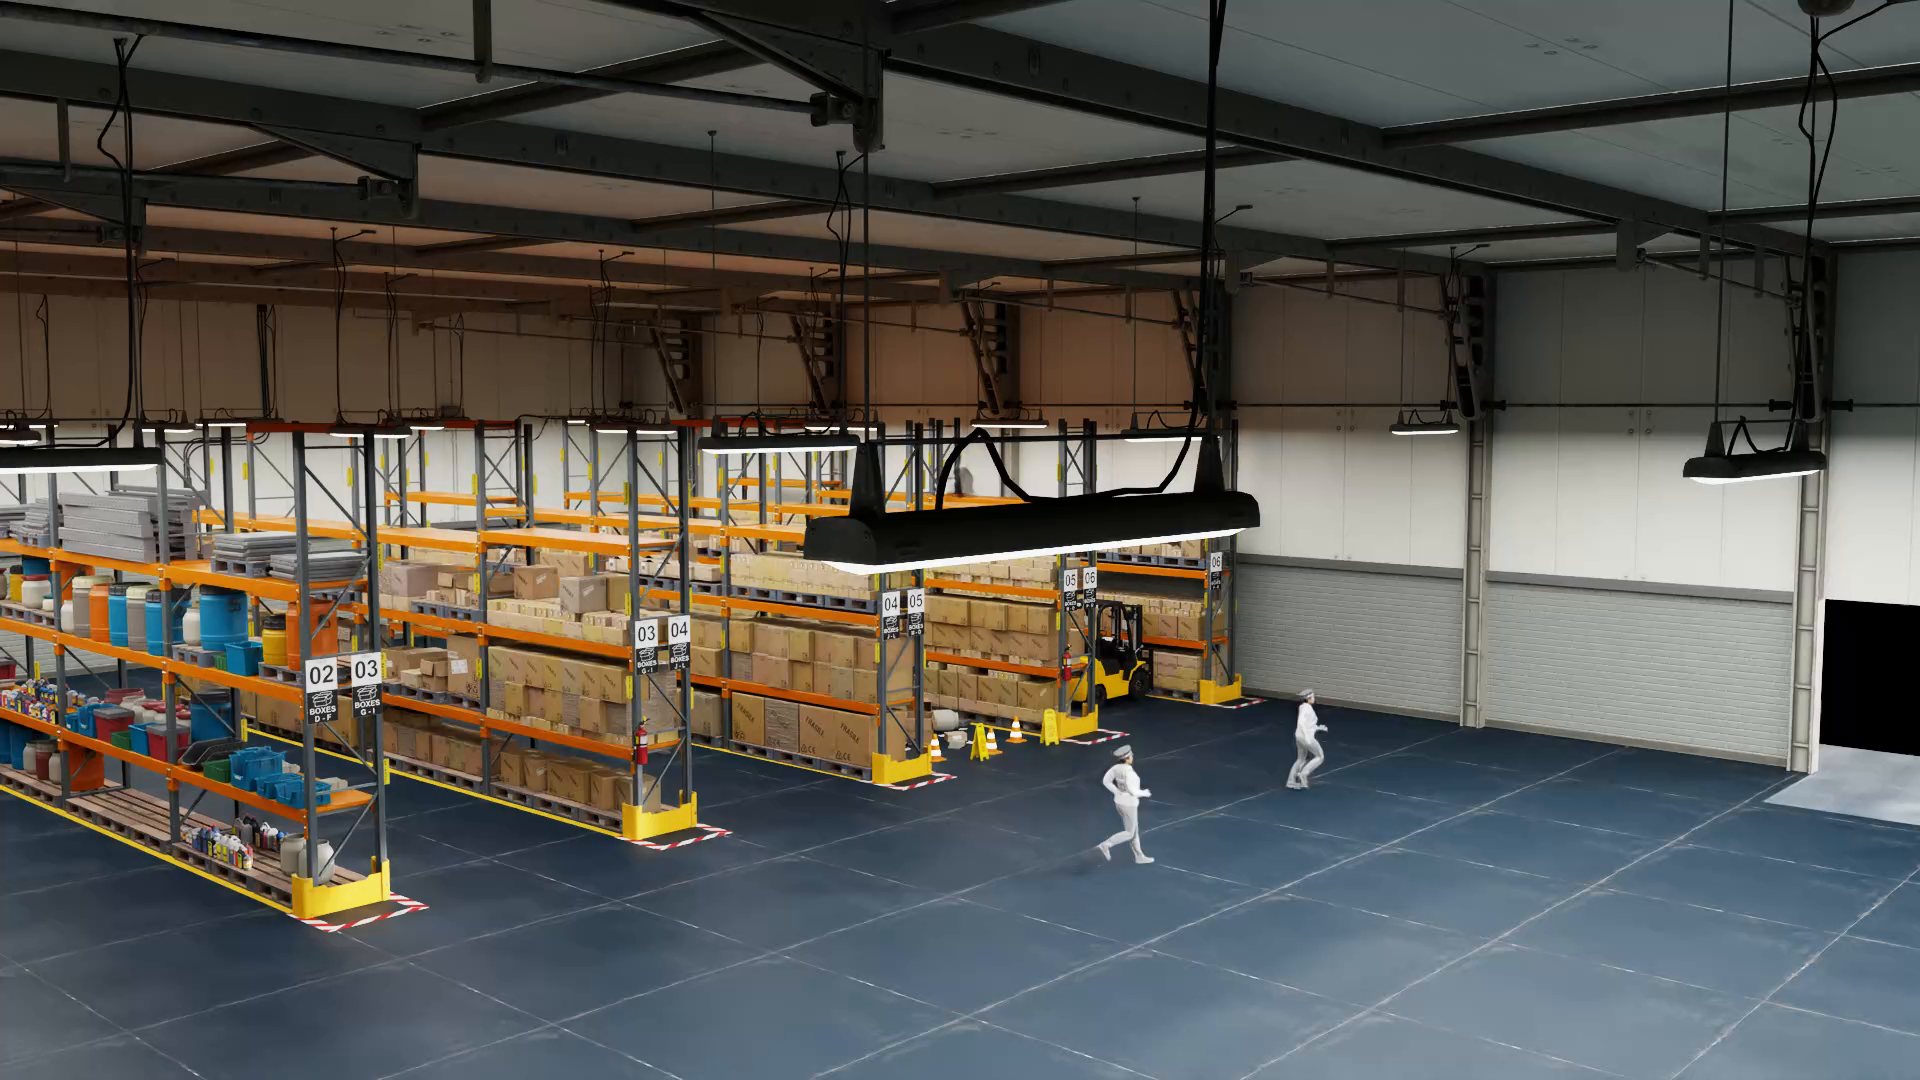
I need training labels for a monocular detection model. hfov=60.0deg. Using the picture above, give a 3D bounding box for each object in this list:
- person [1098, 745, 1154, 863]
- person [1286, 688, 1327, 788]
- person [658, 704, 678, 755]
[{"bbox_3d":[2.252,3.626,22.711,0.890,1.669,0.618,-2,5,-23],"label":"person"},{"bbox_3d":[5.722,3.258,27.324,0.692,1.646,0.583,-1,5,-9],"label":"person"},{"bbox_3d":[-5.352,3.072,30.063,0.549,1.606,0.572,4,6,39],"label":"person"}]
